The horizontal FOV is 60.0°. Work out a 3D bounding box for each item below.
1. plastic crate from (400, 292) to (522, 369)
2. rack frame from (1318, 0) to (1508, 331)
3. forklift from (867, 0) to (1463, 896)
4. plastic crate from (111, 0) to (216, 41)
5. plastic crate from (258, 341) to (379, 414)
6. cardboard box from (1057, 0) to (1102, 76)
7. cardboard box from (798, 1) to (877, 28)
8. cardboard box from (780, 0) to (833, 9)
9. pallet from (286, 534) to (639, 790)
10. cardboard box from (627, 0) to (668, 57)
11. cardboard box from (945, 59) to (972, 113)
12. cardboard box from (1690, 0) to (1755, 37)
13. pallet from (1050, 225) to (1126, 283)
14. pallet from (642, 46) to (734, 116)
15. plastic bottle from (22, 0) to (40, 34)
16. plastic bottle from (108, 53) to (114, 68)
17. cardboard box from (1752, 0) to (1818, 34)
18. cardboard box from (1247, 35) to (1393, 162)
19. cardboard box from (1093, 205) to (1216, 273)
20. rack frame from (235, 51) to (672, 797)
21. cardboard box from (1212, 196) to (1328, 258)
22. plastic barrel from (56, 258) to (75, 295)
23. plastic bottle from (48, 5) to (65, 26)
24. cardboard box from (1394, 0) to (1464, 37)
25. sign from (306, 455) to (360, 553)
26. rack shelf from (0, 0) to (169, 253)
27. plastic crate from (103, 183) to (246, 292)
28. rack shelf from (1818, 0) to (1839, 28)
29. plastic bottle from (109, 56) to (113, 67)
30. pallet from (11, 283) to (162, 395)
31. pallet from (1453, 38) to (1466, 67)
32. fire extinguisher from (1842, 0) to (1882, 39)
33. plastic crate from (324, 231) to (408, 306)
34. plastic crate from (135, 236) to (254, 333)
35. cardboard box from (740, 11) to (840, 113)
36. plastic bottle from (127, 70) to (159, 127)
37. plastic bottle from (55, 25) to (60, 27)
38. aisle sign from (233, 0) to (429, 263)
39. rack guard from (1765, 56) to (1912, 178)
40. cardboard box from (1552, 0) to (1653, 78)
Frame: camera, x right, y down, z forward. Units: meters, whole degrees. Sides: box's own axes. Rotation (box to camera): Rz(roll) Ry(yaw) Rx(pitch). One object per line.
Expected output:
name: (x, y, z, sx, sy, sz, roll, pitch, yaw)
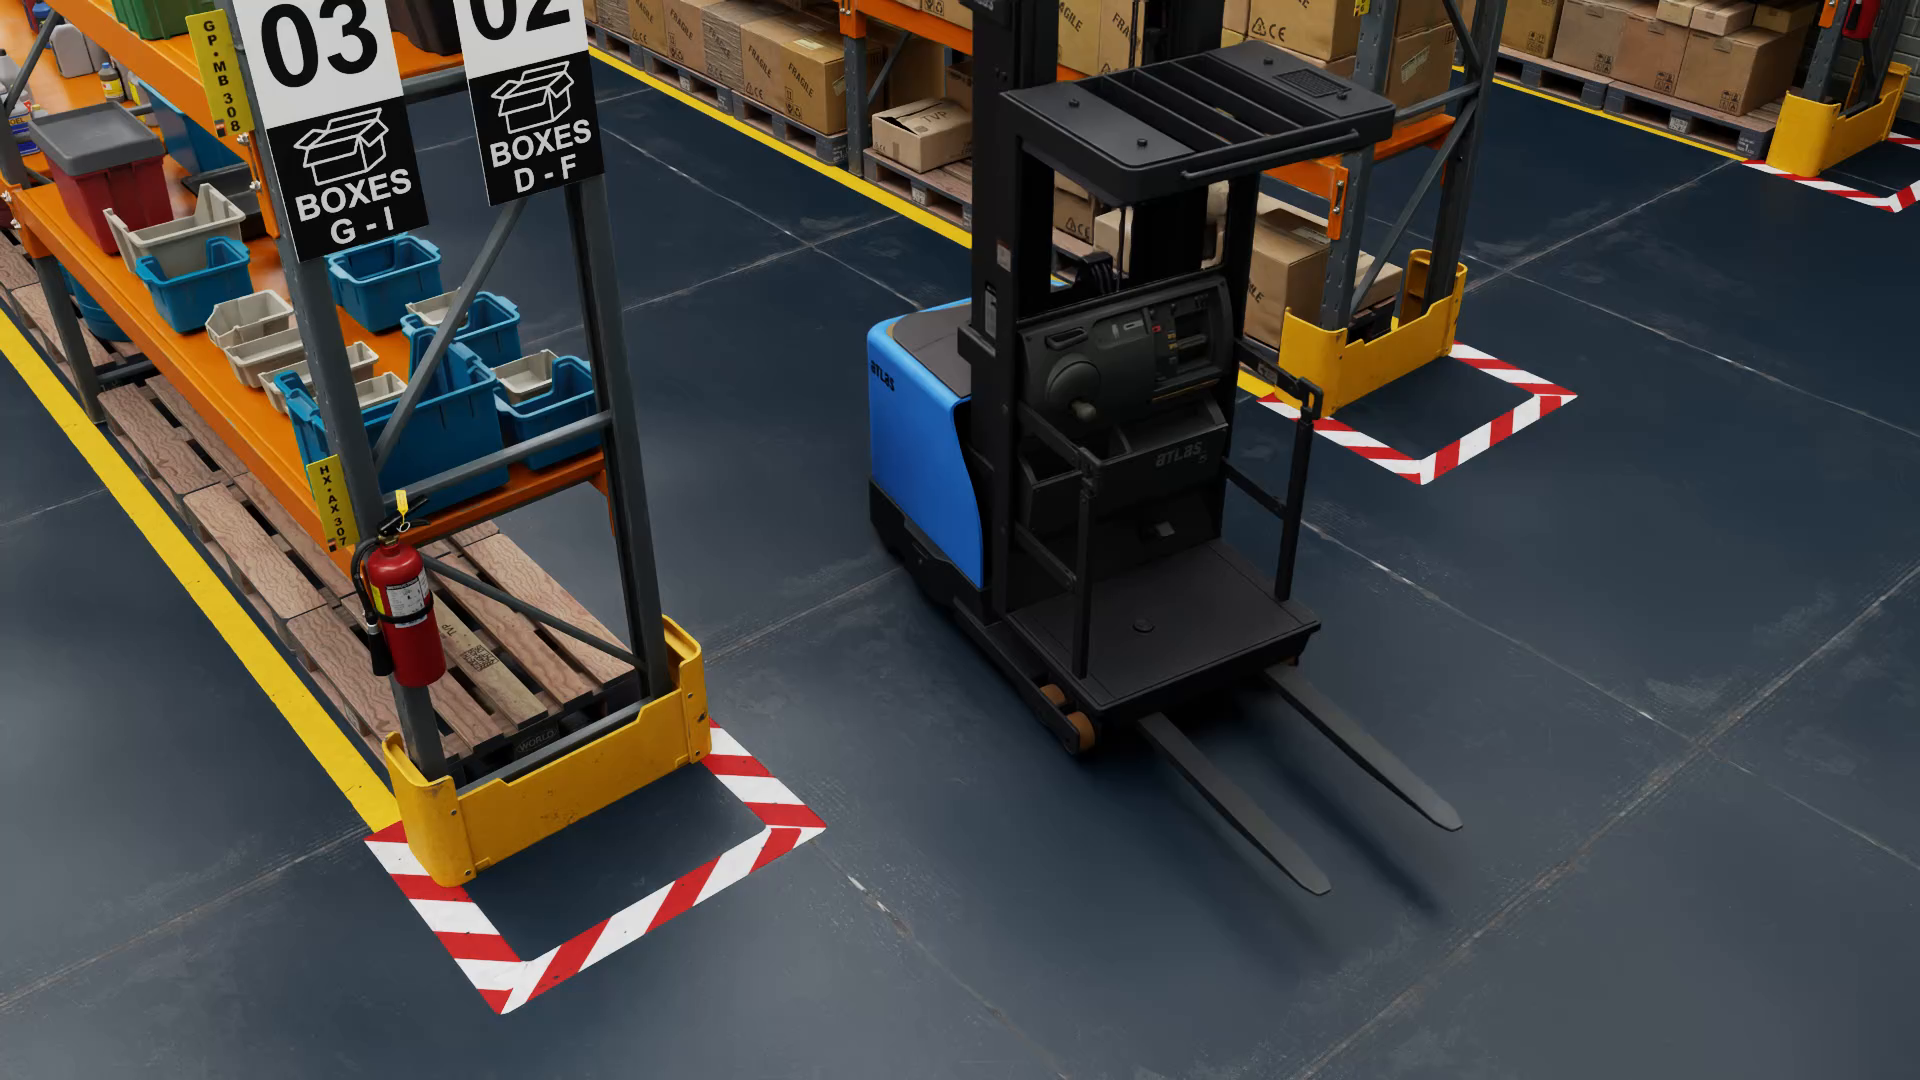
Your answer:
plastic crate: (-1.870, -0.736, 6.286, 0.416, 0.233, 0.300, -26, 43, -32)
rack frame: (2.249, -2.103, 8.124, 1.000, 3.000, 0.127, -26, 43, -32)
forklift: (0.752, -0.658, 6.143, 1.130, 2.935, 3.031, -18, 39, -24)
plastic crate: (-2.392, -1.724, 5.176, 0.450, 0.188, 0.336, -26, 43, -32)
plastic crate: (-2.378, -0.600, 6.178, 0.396, 0.136, 0.243, -26, 43, -32)
cardboard box: (0.772, -2.912, 9.180, 0.500, 0.500, 0.500, -27, 43, -32)
cardboard box: (-0.811, -3.564, 11.969, 0.500, 0.500, 0.500, -25, 42, -31)
cardboard box: (-1.103, -4.080, 12.049, 0.500, 0.250, 0.500, -26, 43, -32)
pallet: (-2.040, 0.502, 6.858, 1.003, 0.211, 1.213, -26, 43, -32)
cardboard box: (-2.176, -4.034, 12.633, 0.500, 0.500, 0.500, -27, 43, -32)
cardboard box: (0.252, -2.882, 11.007, 0.500, 0.500, 0.500, -26, 43, -32)
cardboard box: (5.281, -3.628, 11.516, 0.380, 0.149, 0.250, -27, 43, -32)
pallet: (0.902, -1.888, 10.234, 1.003, 0.211, 1.213, -26, 43, -32)
pallet: (-1.677, -3.615, 12.671, 1.003, 0.211, 1.213, -26, 43, -32)
plastic bottle: (-5.366, -3.082, 9.607, 0.061, 0.283, 0.133, -26, 43, -32)
plastic bottle: (-4.542, -2.597, 8.994, 0.097, 0.201, 0.097, 0, 35, 0)
cardboard box: (5.736, -3.659, 11.559, 0.380, 0.149, 0.250, -26, 43, -31)
cardboard box: (1.752, -2.240, 8.231, 0.500, 0.500, 0.500, -25, 42, -30)
cardboard box: (1.120, -1.739, 9.608, 0.500, 0.250, 0.500, -26, 43, -32)
rack frame: (-1.537, -0.257, 5.517, 1.000, 3.000, 0.127, -26, 43, -32)
cardboard box: (1.792, -1.727, 9.591, 0.500, 0.250, 0.500, -26, 43, -32)
plastic barrel: (-4.913, -1.897, 9.286, 0.600, 0.901, 0.708, -26, 43, -32)
plastic bottle: (-5.099, -3.018, 9.459, 0.144, 0.351, 0.185, -26, 43, -32)
cardboard box: (2.164, -2.846, 8.221, 0.500, 0.500, 0.500, -25, 42, -30)
sign: (-1.947, -0.111, 5.170, 0.100, 0.325, 0.005, -26, 43, -32)
rack shelf: (-5.409, -2.612, 9.466, 1.077, 0.370, 4.000, -26, 43, -32)
plastic crate: (-3.274, -1.256, 6.979, 0.437, 0.282, 0.530, -26, 43, -32)
rack shelf: (4.740, -4.541, 12.189, 1.077, 0.370, 4.000, -26, 43, -32)
plastic bottle: (-4.602, -2.688, 9.052, 0.061, 0.283, 0.133, -26, 43, -32)
pallet: (-4.584, -1.241, 9.320, 1.003, 0.211, 1.213, -26, 43, -32)
pallet: (3.881, -4.215, 13.519, 1.003, 0.211, 1.213, -26, 43, -32)
fire extinguisher: (5.776, -3.530, 10.528, 0.296, 0.674, 0.183, -26, 43, -32)
plastic crate: (-2.488, -1.159, 6.884, 0.416, 0.233, 0.300, -26, 43, -32)
plastic crate: (-3.058, -1.024, 6.694, 0.416, 0.233, 0.300, -26, 43, -32)
cardboard box: (-1.182, -3.361, 11.682, 0.500, 0.500, 0.500, -26, 43, -32)
plastic bottle: (-4.124, -2.297, 8.441, 0.144, 0.351, 0.185, -26, 43, -32)
plastic bottle: (-4.956, -2.745, 9.202, 0.097, 0.201, 0.097, 0, 35, 0)
aisle sign: (-1.714, -1.177, 4.567, 0.394, 0.787, 0.004, -26, 43, -32)
rack guard: (6.047, -2.921, 11.442, 1.175, 0.500, 0.348, -26, 43, -32)
cardboard box: (4.855, -3.818, 12.345, 0.700, 0.500, 0.500, -28, 44, -33)
